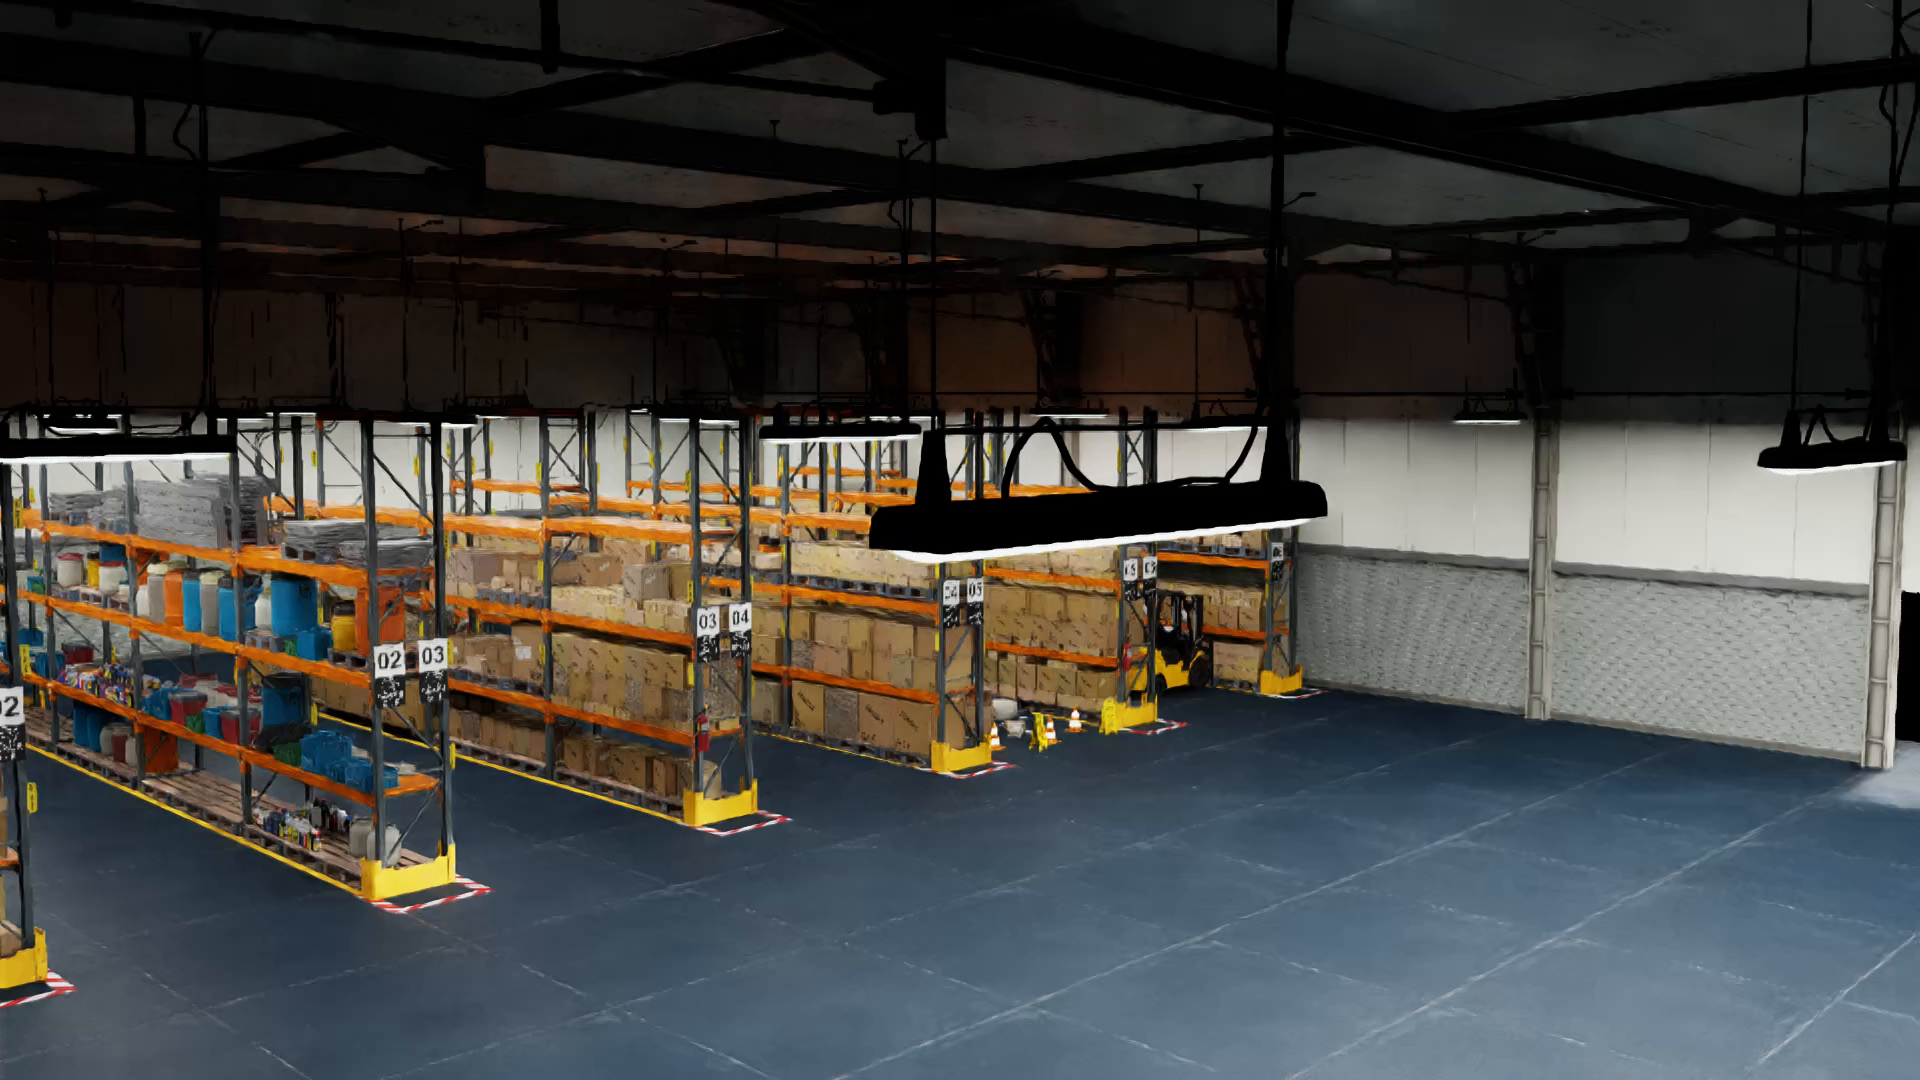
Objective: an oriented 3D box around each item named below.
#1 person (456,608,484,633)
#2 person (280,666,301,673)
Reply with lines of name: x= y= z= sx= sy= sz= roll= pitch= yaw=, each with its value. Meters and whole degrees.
person: x=-10.625 y=2.273 z=36.128 sx=0.552 sy=1.742 sz=0.677 roll=5 pitch=7 yaw=43
person: x=-12.491 y=2.768 z=31.217 sx=1.081 sy=1.563 sz=0.479 roll=5 pitch=7 yaw=42
